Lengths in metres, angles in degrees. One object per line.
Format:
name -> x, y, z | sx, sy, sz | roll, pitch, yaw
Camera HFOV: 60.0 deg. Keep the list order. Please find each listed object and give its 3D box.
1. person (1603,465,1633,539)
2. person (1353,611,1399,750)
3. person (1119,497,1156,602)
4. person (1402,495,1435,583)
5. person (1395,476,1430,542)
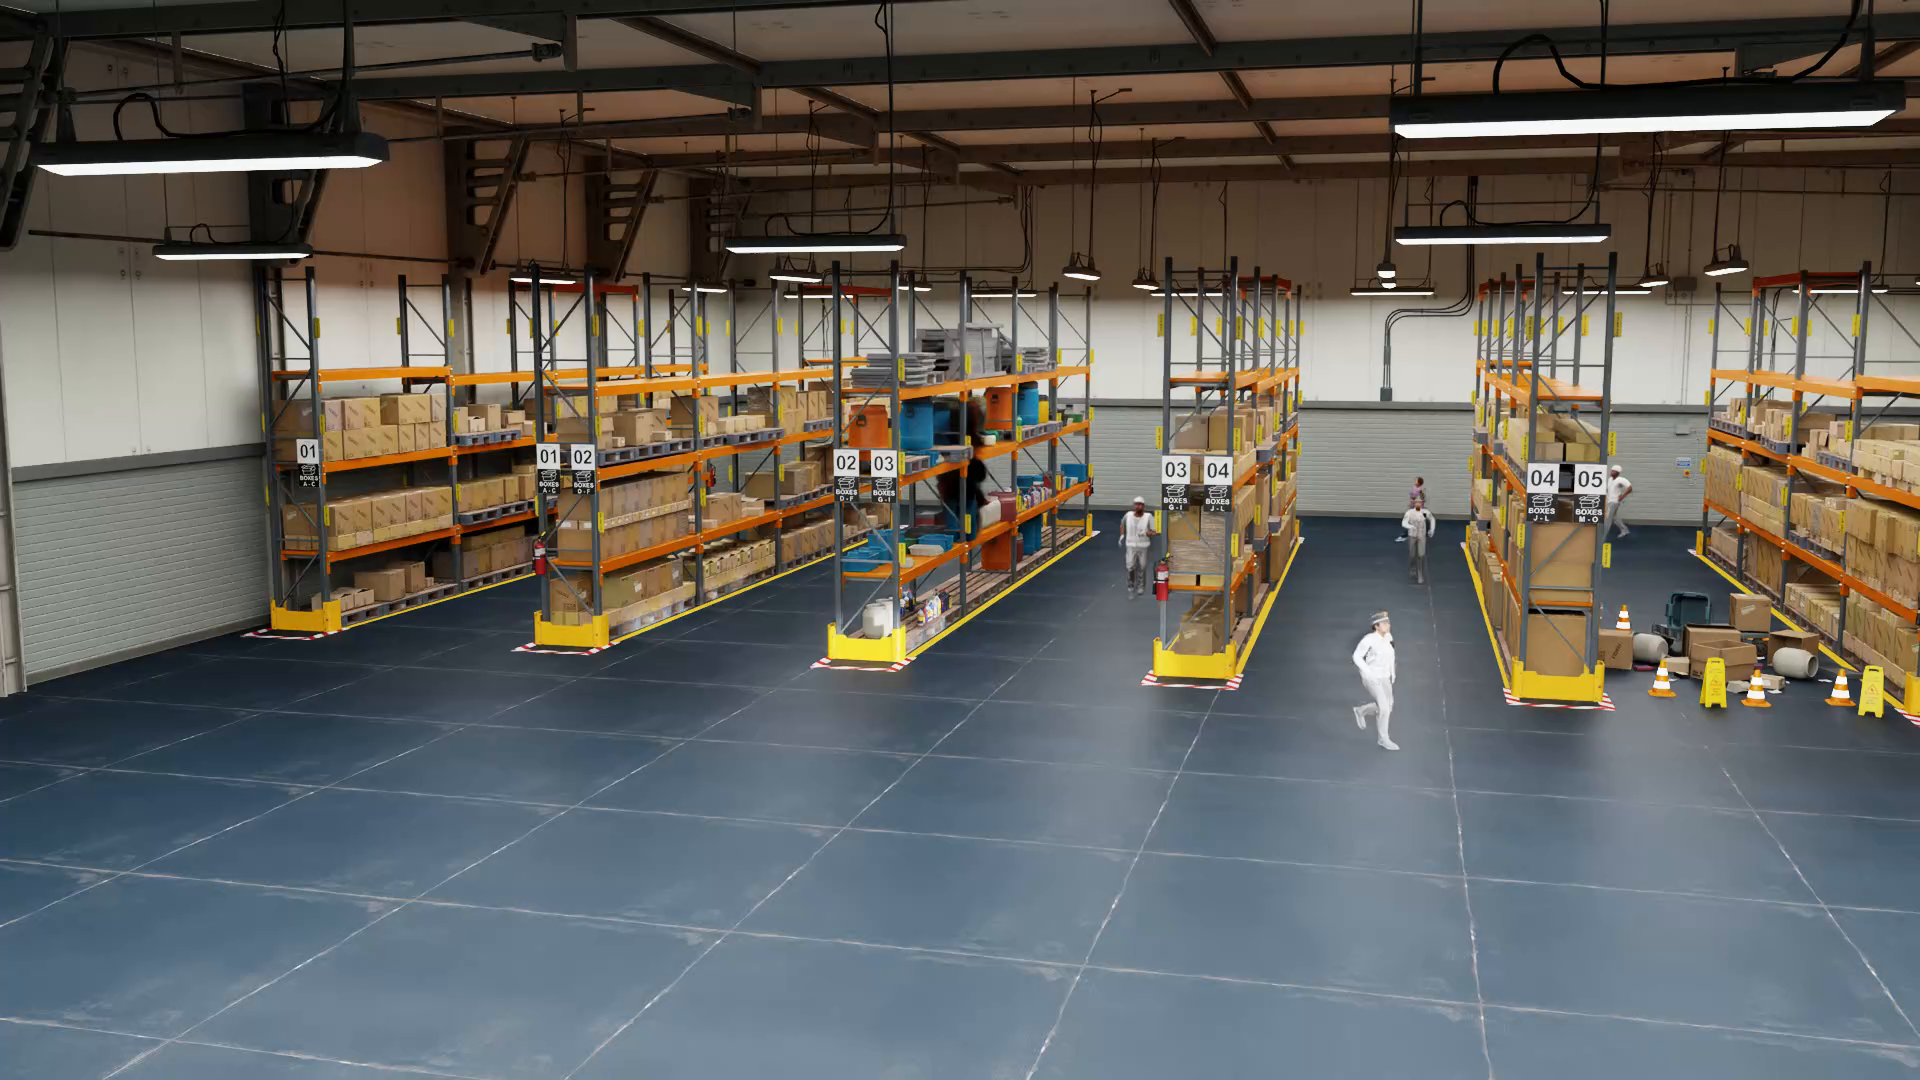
person -> 15.403, -0.873, 39.217 | 0.891, 1.788, 0.688 | 0, 7, -4
person -> 4.995, 1.664, 20.014 | 0.642, 1.668, 0.624 | -5, 9, -33
person -> 3.096, 0.165, 29.078 | 0.664, 1.842, 0.685 | 1, 7, 10
person -> 9.116, -0.016, 33.110 | 0.631, 1.769, 0.739 | 2, 8, 15
person -> 10.726, -0.722, 38.916 | 0.892, 1.554, 0.576 | -3, 8, -25
